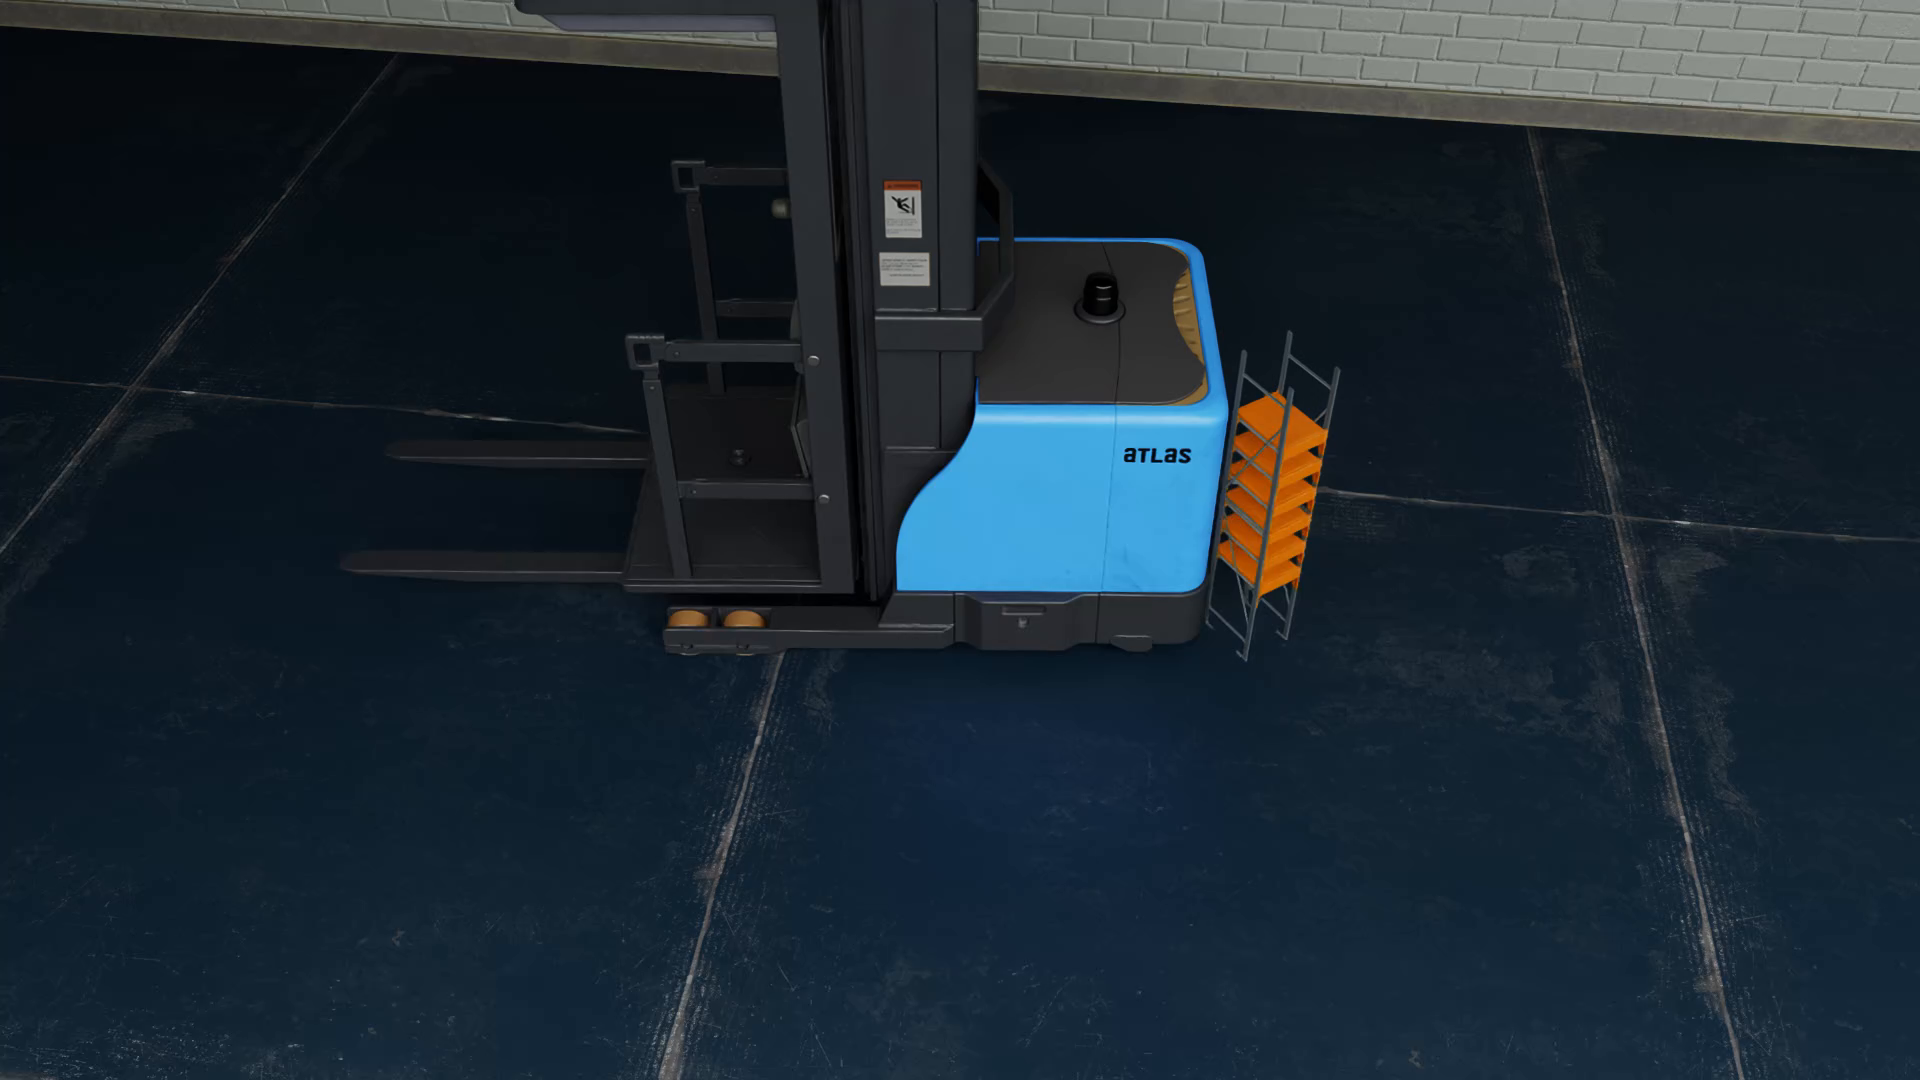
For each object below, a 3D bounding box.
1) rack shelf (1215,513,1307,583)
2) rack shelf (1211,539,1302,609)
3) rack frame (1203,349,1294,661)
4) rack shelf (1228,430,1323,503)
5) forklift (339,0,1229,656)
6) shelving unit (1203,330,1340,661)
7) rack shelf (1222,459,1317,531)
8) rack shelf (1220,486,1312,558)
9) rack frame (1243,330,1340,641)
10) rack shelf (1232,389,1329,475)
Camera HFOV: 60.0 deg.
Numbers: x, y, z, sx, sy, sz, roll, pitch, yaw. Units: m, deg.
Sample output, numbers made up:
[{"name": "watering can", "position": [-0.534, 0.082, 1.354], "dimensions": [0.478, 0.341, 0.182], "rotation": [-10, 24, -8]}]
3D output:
[{"name": "rack shelf", "position": [1.012, 0.003, 5.613], "dimensions": [0.180, 0.103, 0.258], "rotation": [-23, 48, -23]}, {"name": "rack shelf", "position": [1.012, 0.091, 5.695], "dimensions": [0.180, 0.103, 0.258], "rotation": [-23, 48, -23]}, {"name": "rack frame", "position": [0.935, -0.082, 5.464], "dimensions": [0.006, 1.200, 0.240], "rotation": [-23, 48, -23]}, {"name": "rack shelf", "position": [1.012, -0.258, 5.365], "dimensions": [0.180, 0.103, 0.258], "rotation": [-23, 48, -23]}, {"name": "forklift", "position": [-0.660, -1.023, 5.198], "dimensions": [3.031, 2.935, 1.130], "rotation": [0, 43, 0]}, {"name": "shelving unit", "position": [1.012, -0.116, 5.500], "dimensions": [0.189, 1.200, 0.258], "rotation": [-23, 48, -23]}, {"name": "rack shelf", "position": [1.012, -0.171, 5.448], "dimensions": [0.180, 0.103, 0.258], "rotation": [-23, 48, -23]}, {"name": "rack shelf", "position": [1.012, -0.084, 5.530], "dimensions": [0.180, 0.103, 0.258], "rotation": [-23, 48, -23]}, {"name": "rack frame", "position": [1.090, -0.150, 5.535], "dimensions": [0.006, 1.200, 0.240], "rotation": [-23, 48, -23]}, {"name": "rack shelf", "position": [1.012, -0.345, 5.283], "dimensions": [0.180, 0.103, 0.258], "rotation": [-23, 48, -23]}]
